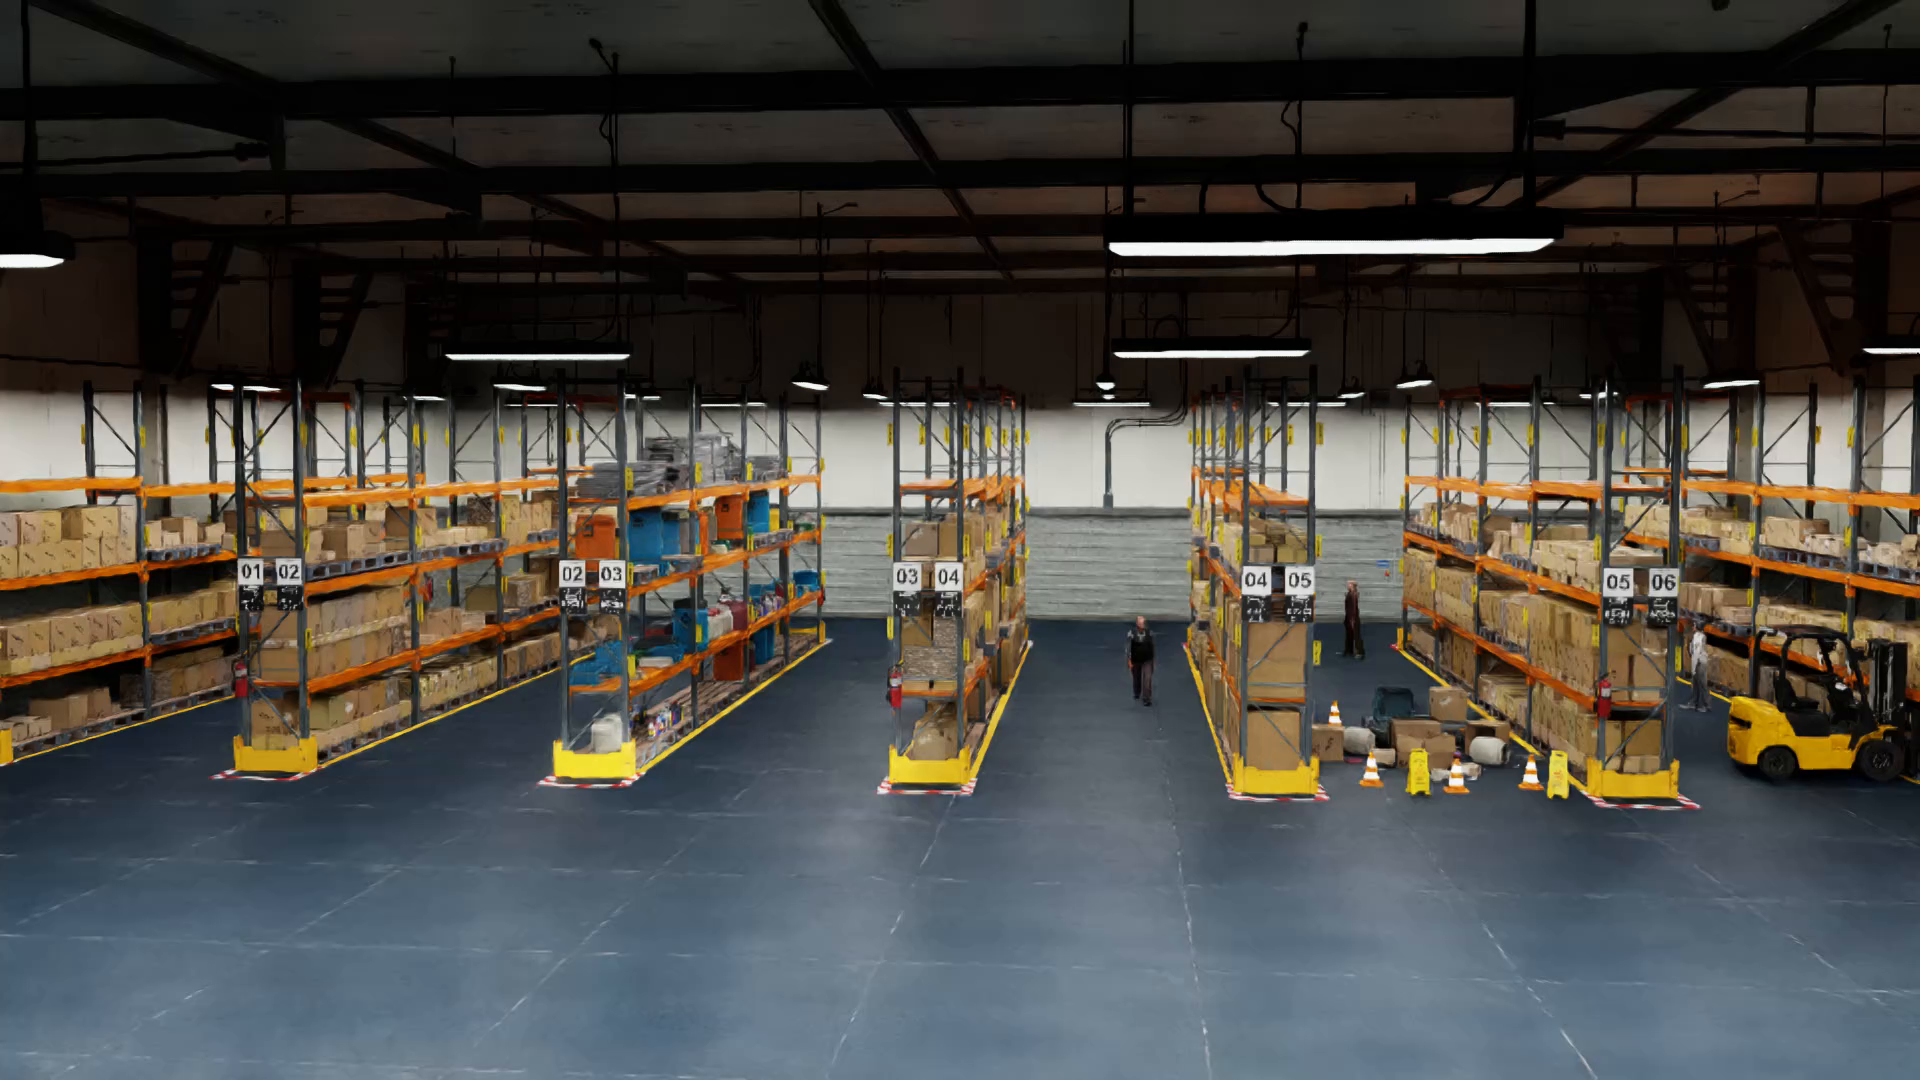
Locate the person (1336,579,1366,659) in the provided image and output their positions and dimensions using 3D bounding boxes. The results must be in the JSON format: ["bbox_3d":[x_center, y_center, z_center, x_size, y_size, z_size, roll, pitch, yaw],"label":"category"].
[{"bbox_3d":[8.856,1.772,37.610,0.638,1.776,0.758,1,4,10],"label":"person"}]

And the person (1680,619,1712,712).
[{"bbox_3d":[13.443,2.270,30.336,0.555,1.664,0.585,2,4,29],"label":"person"}]

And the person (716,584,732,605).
[{"bbox_3d":[-5.302,1.830,37.502,0.378,1.666,0.577,1,4,14],"label":"person"}]

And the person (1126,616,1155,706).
[{"bbox_3d":[3.372,2.238,31.077,0.543,1.648,1.115,0,4,8],"label":"person"}]
